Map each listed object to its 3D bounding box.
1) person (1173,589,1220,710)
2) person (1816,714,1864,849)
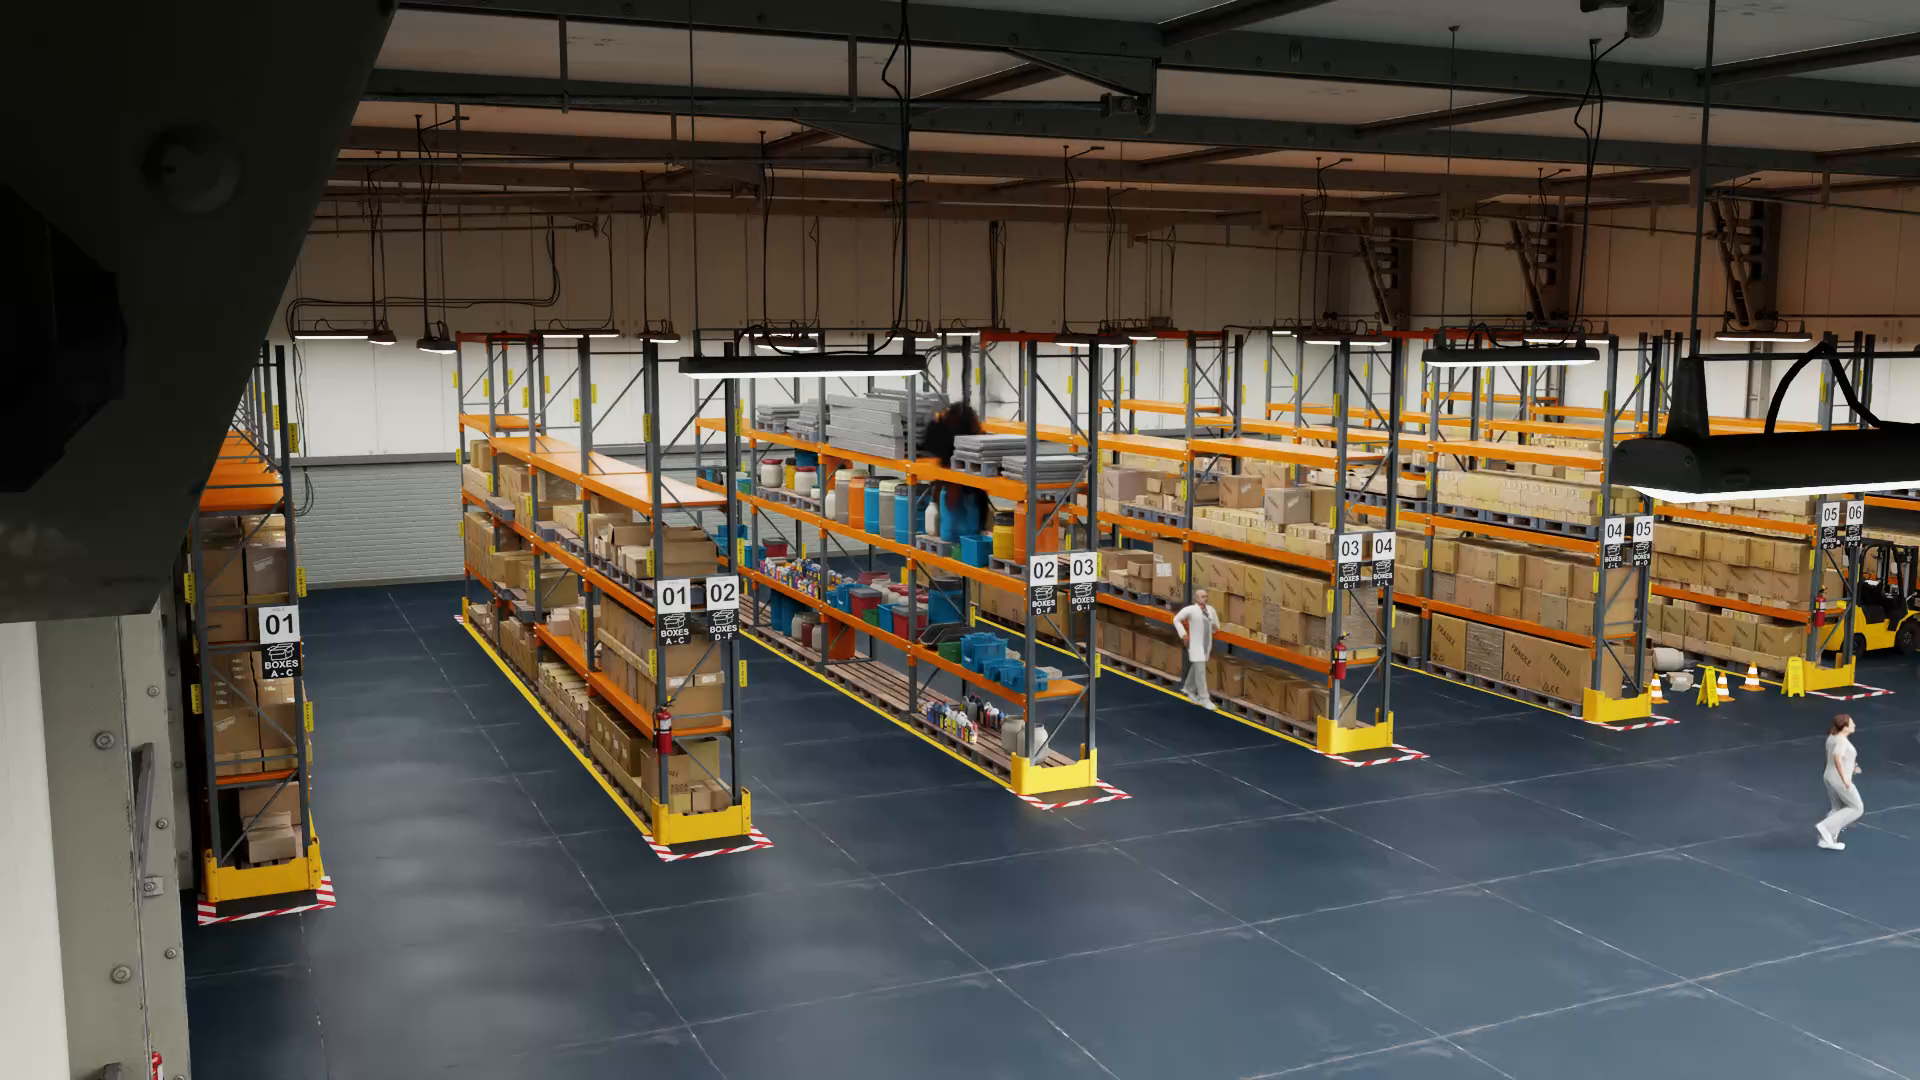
[{"bbox_3d":[3.732,1.664,25.750,0.700,1.813,0.896,-5,9,-32],"label":"person"},{"bbox_3d":[10.479,2.867,19.785,0.541,1.638,0.577,1,8,4],"label":"person"}]
